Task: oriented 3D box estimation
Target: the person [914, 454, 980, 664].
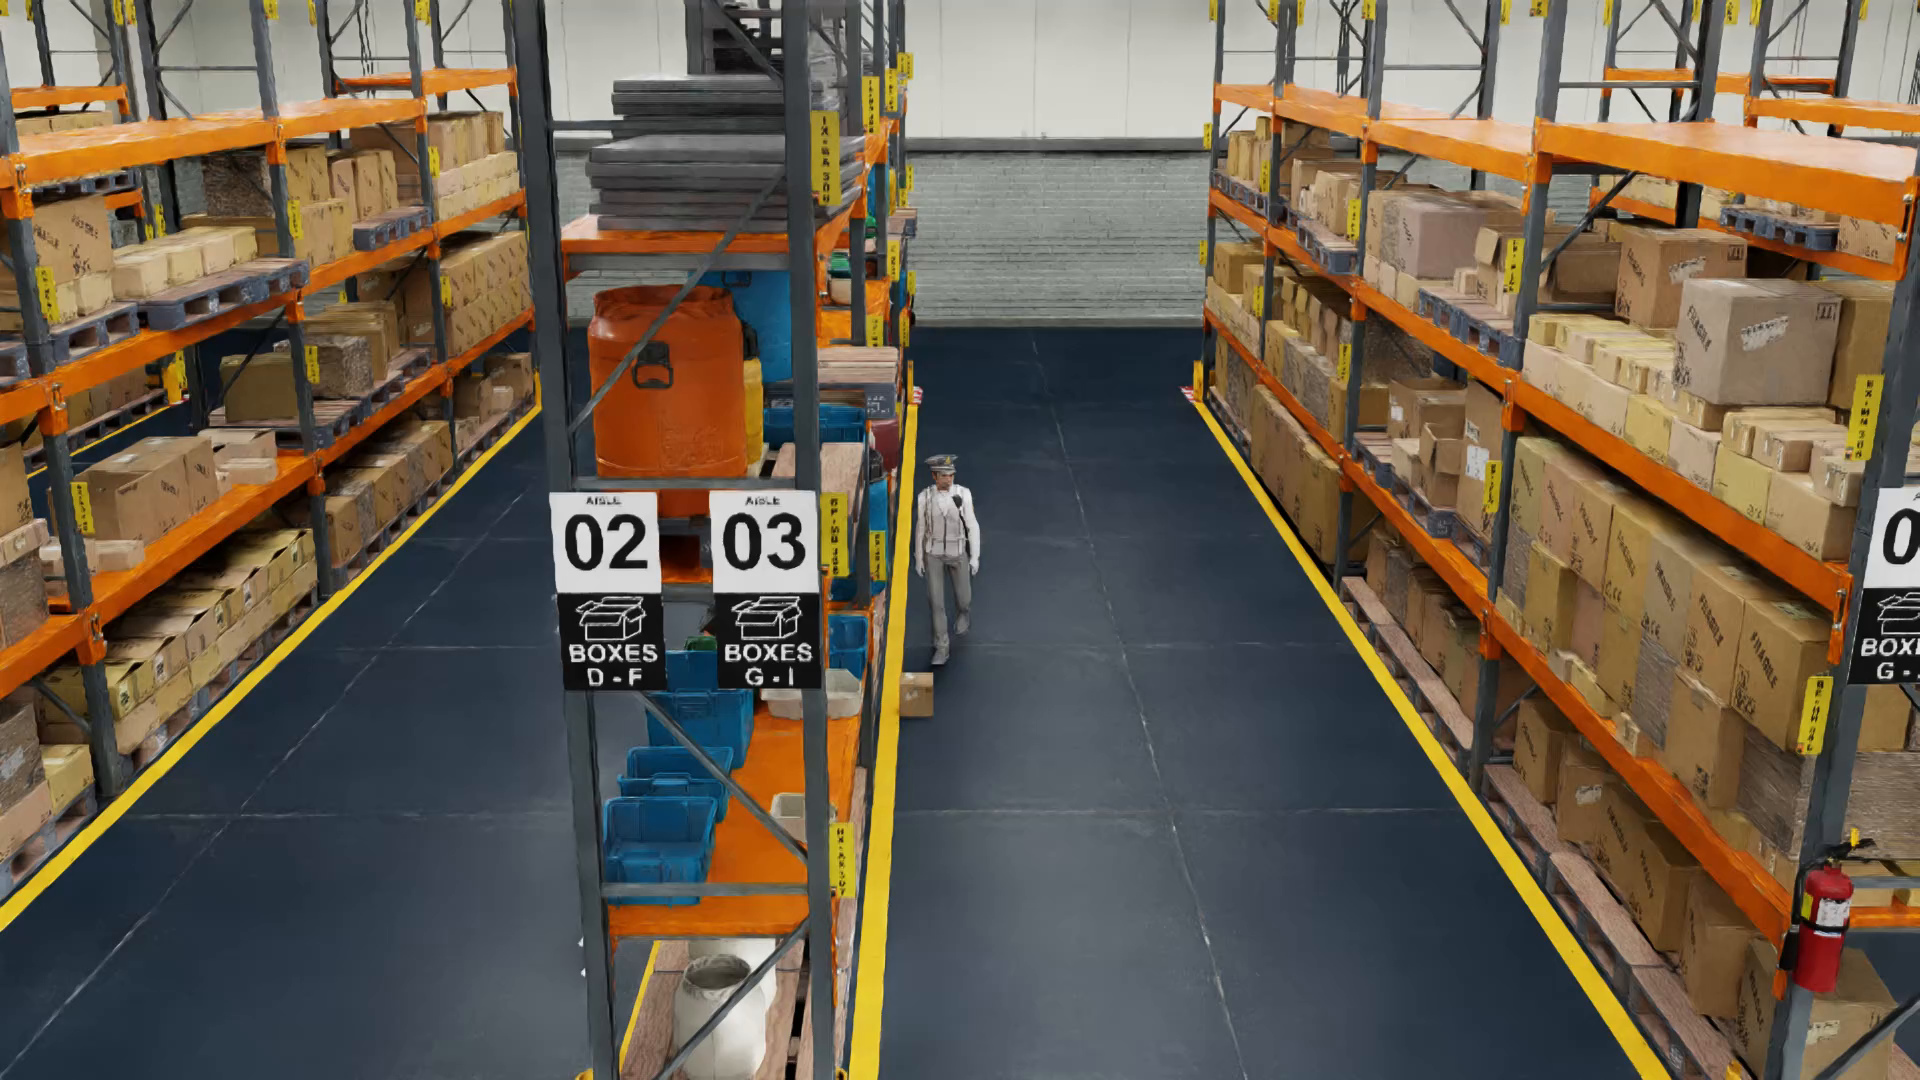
[{"bbox_3d":[-0.099,0.103,13.172,0.523,1.651,0.766,1,17,2],"label":"person"}]
